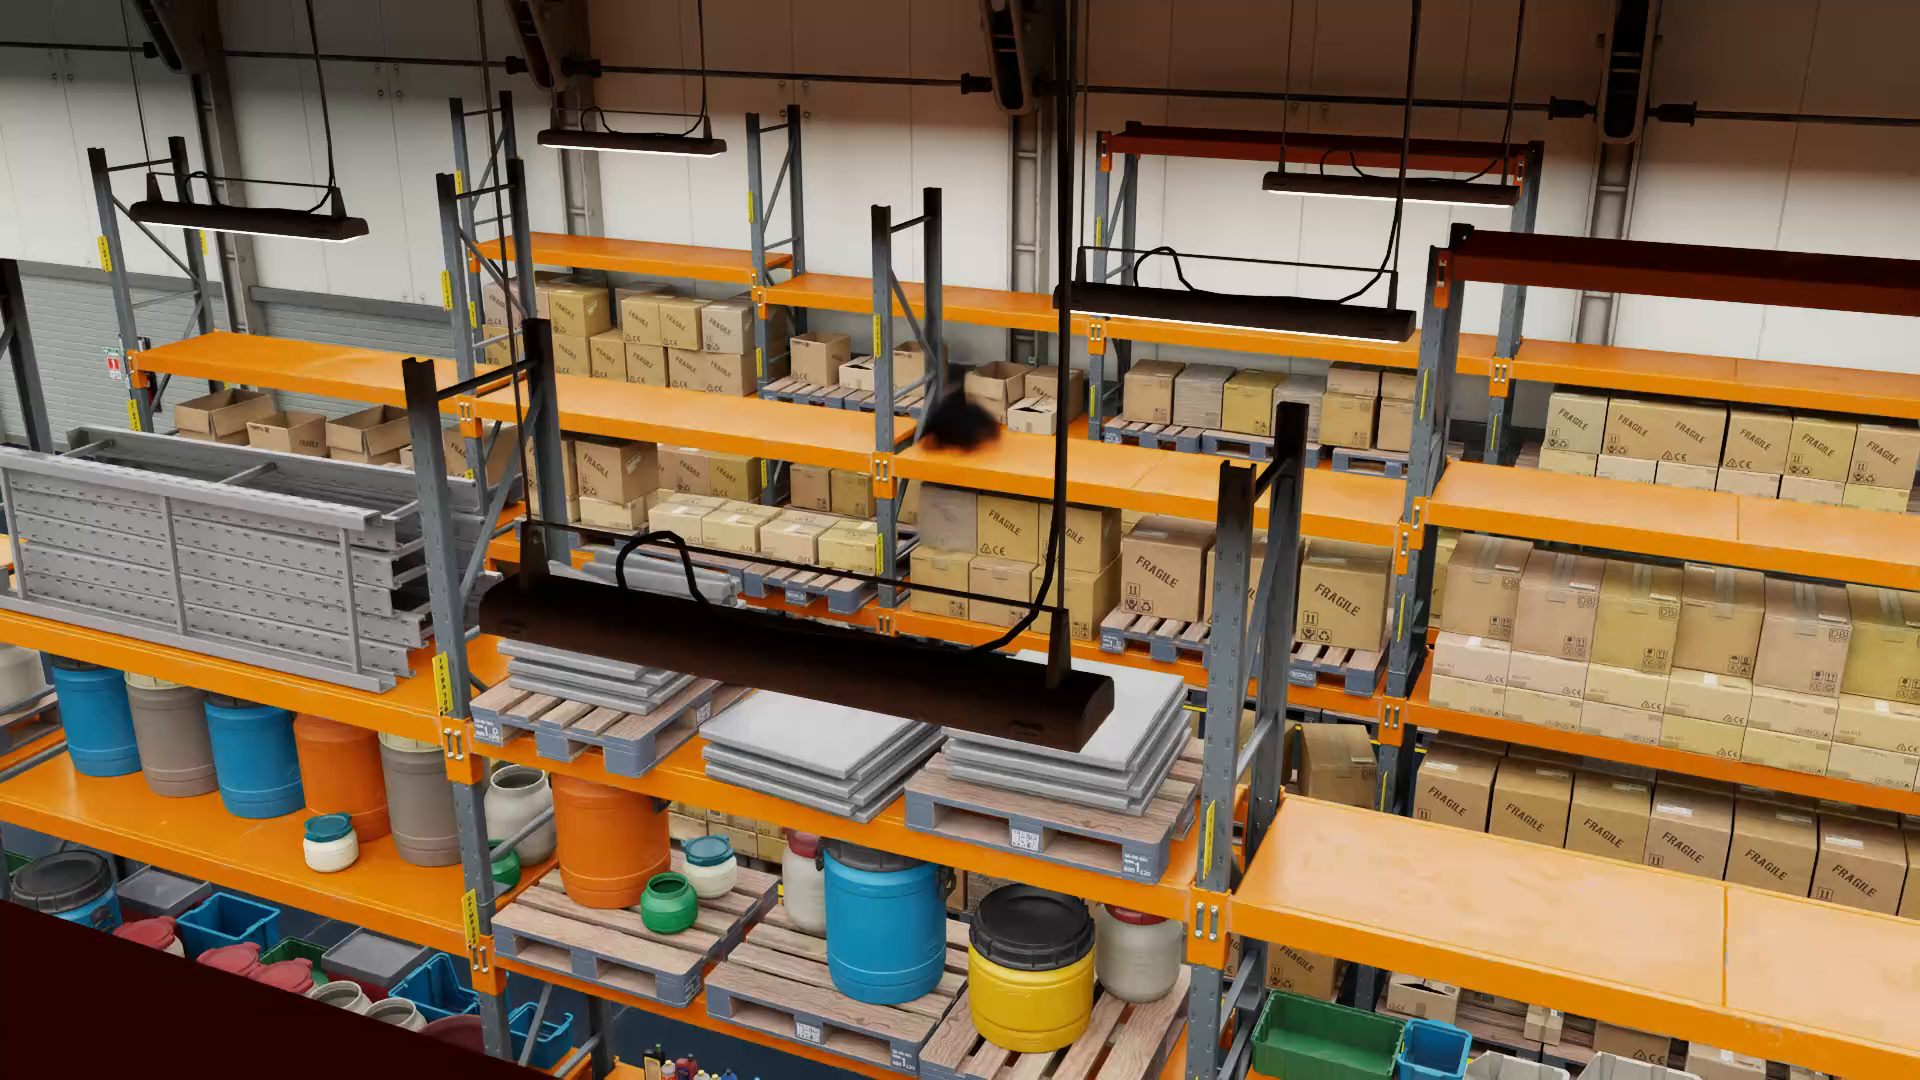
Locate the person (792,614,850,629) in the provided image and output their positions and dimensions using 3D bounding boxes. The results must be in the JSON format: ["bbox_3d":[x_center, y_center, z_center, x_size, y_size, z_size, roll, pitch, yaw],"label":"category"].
[{"bbox_3d":[-1.257,1.025,17.486,1.011,1.750,0.691,-1,21,-2],"label":"person"}]
